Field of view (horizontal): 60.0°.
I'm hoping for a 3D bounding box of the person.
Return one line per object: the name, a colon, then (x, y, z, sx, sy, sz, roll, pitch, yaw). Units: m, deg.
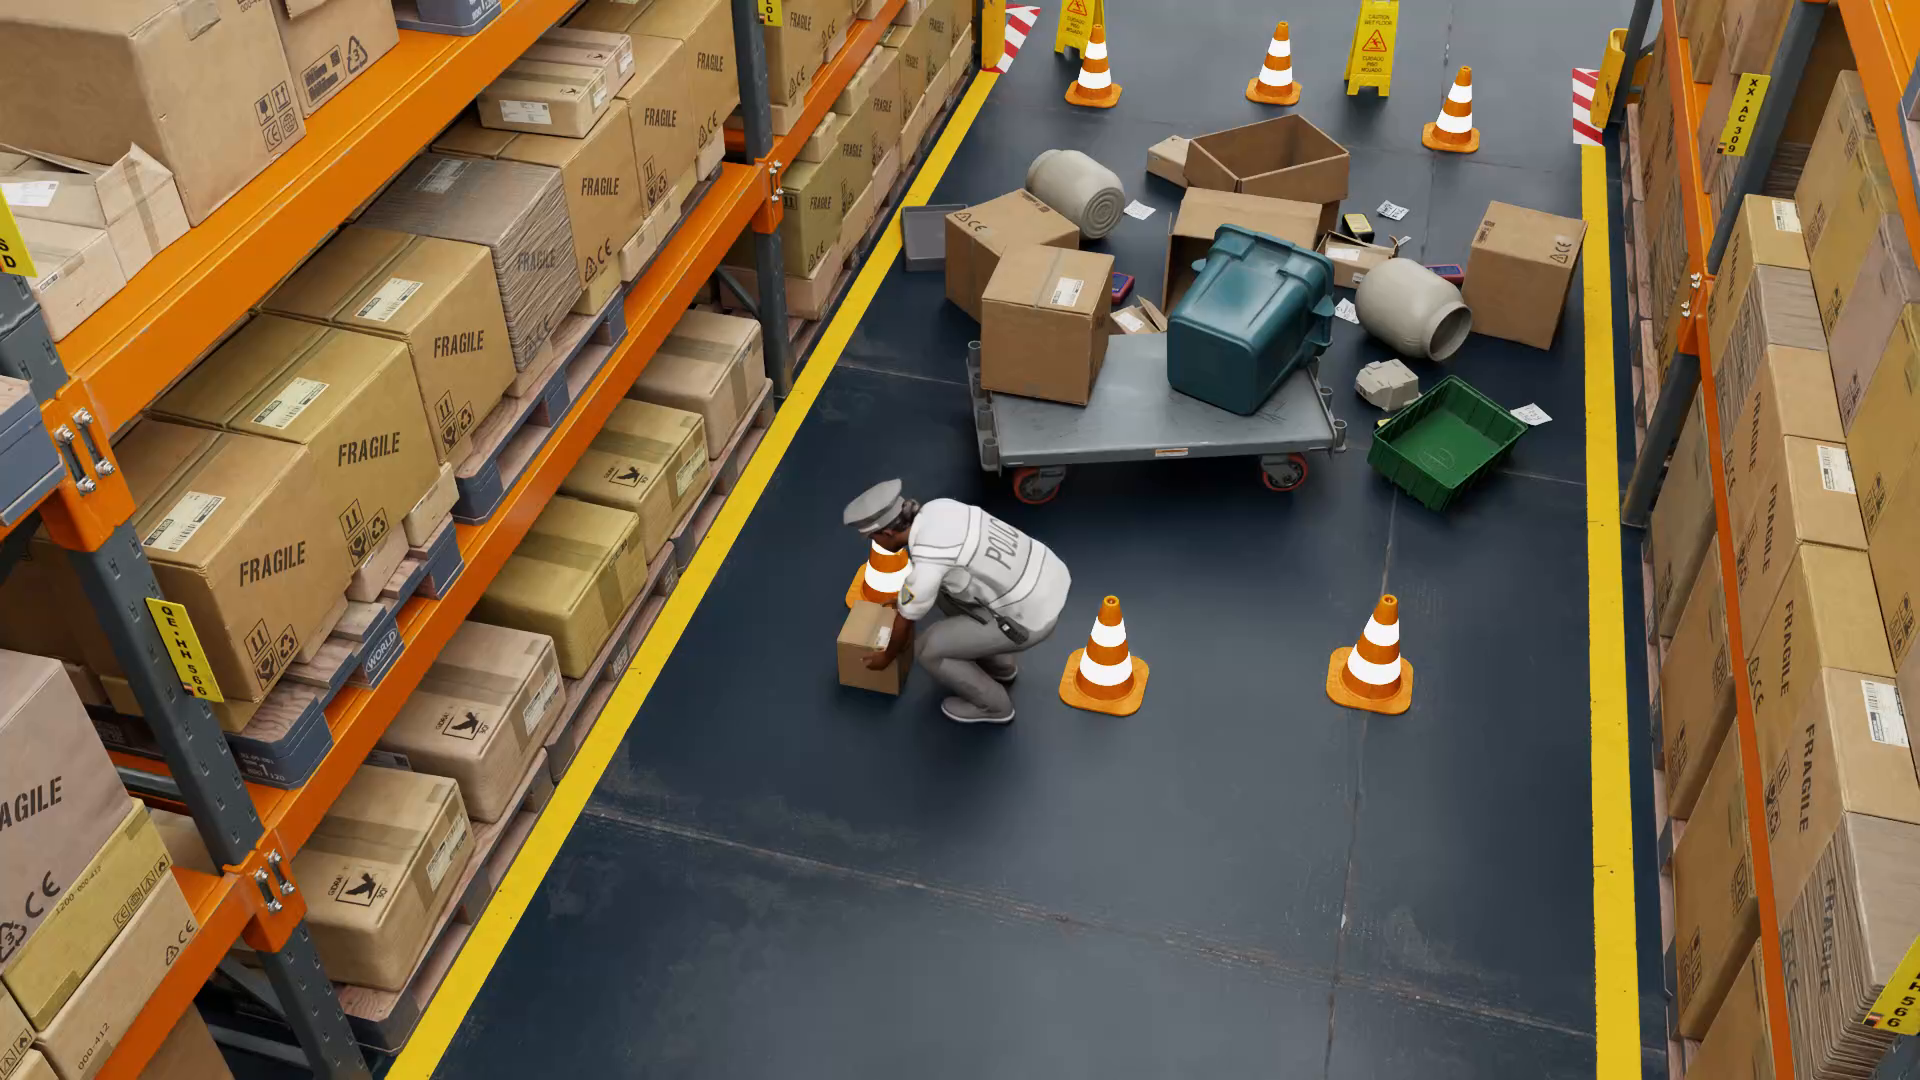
person: (-0.012, 0.230, 6.378, 0.846, 1.034, 0.482, 10, 42, 11)
